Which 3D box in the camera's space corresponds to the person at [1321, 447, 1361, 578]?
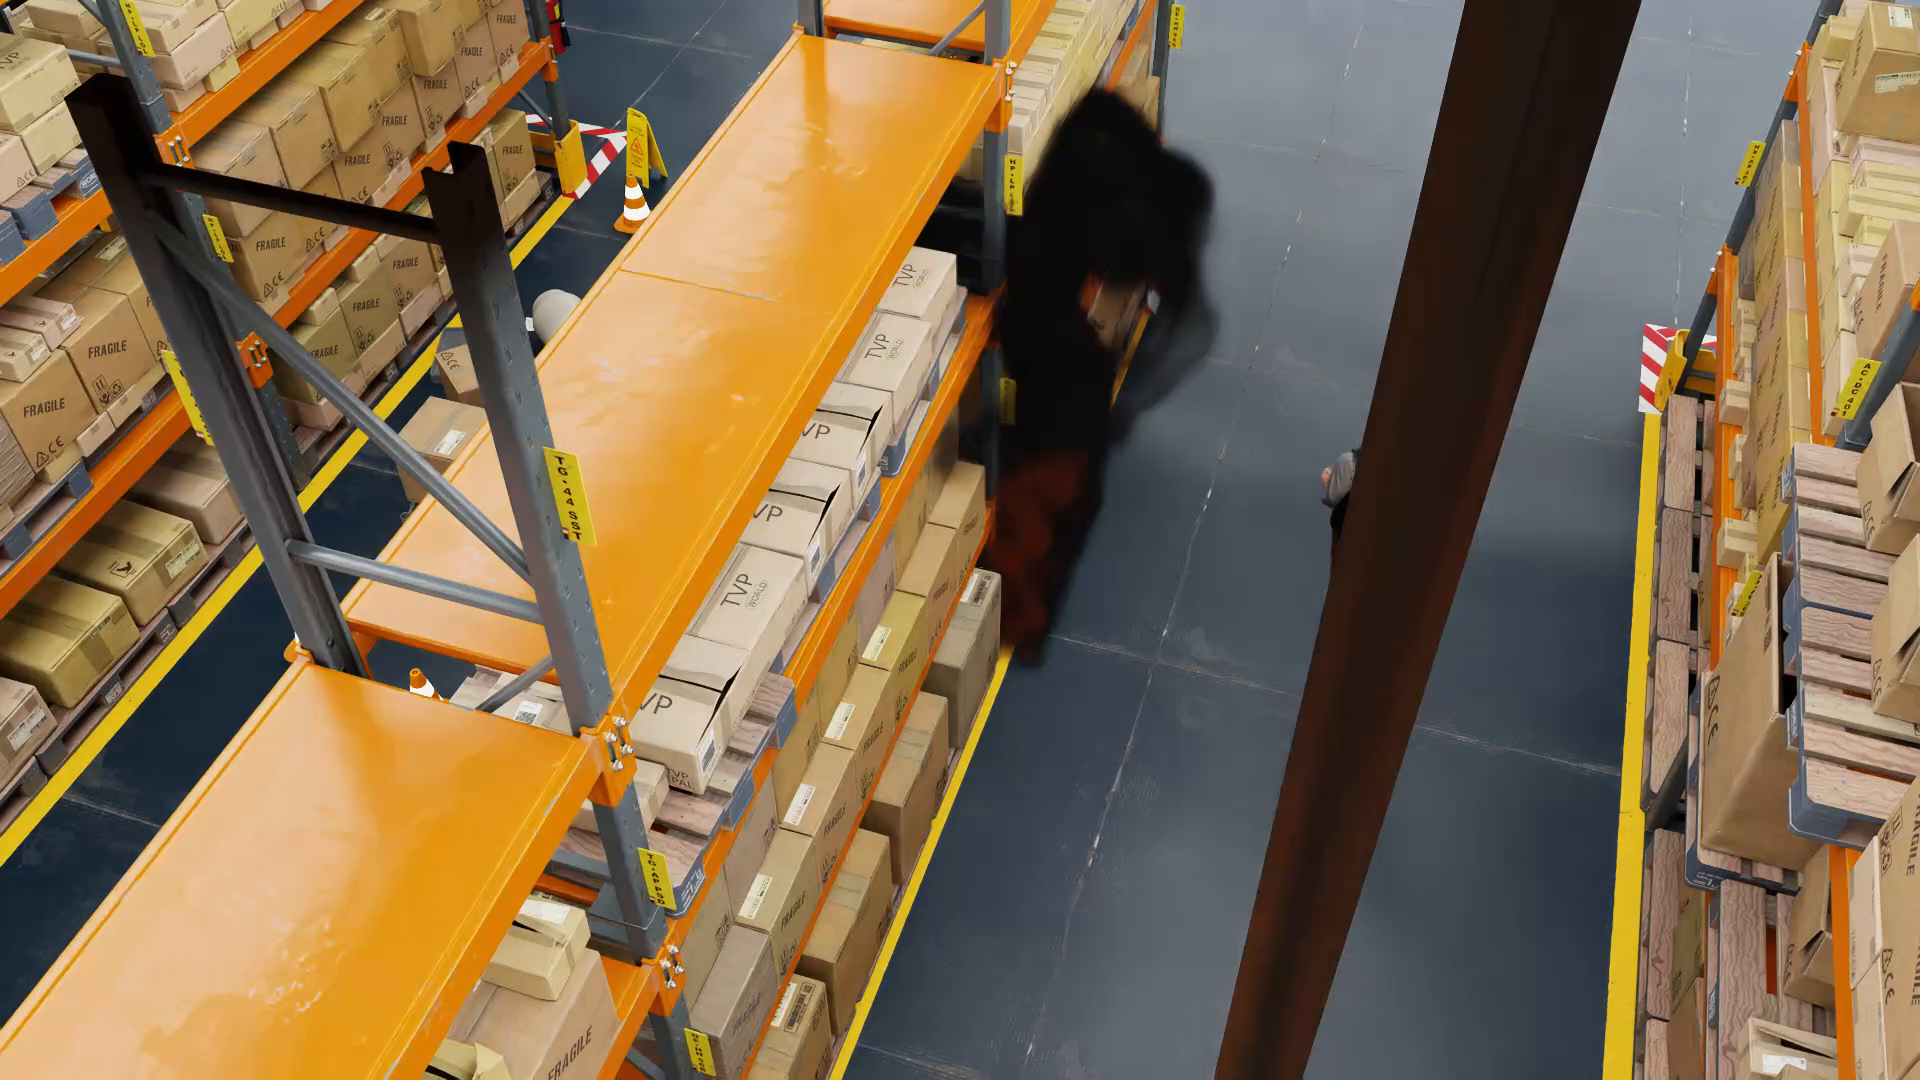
[{"bbox_3d":[2.362,-0.047,9.609,0.647,1.716,0.718,0,46,0],"label":"person"}]
